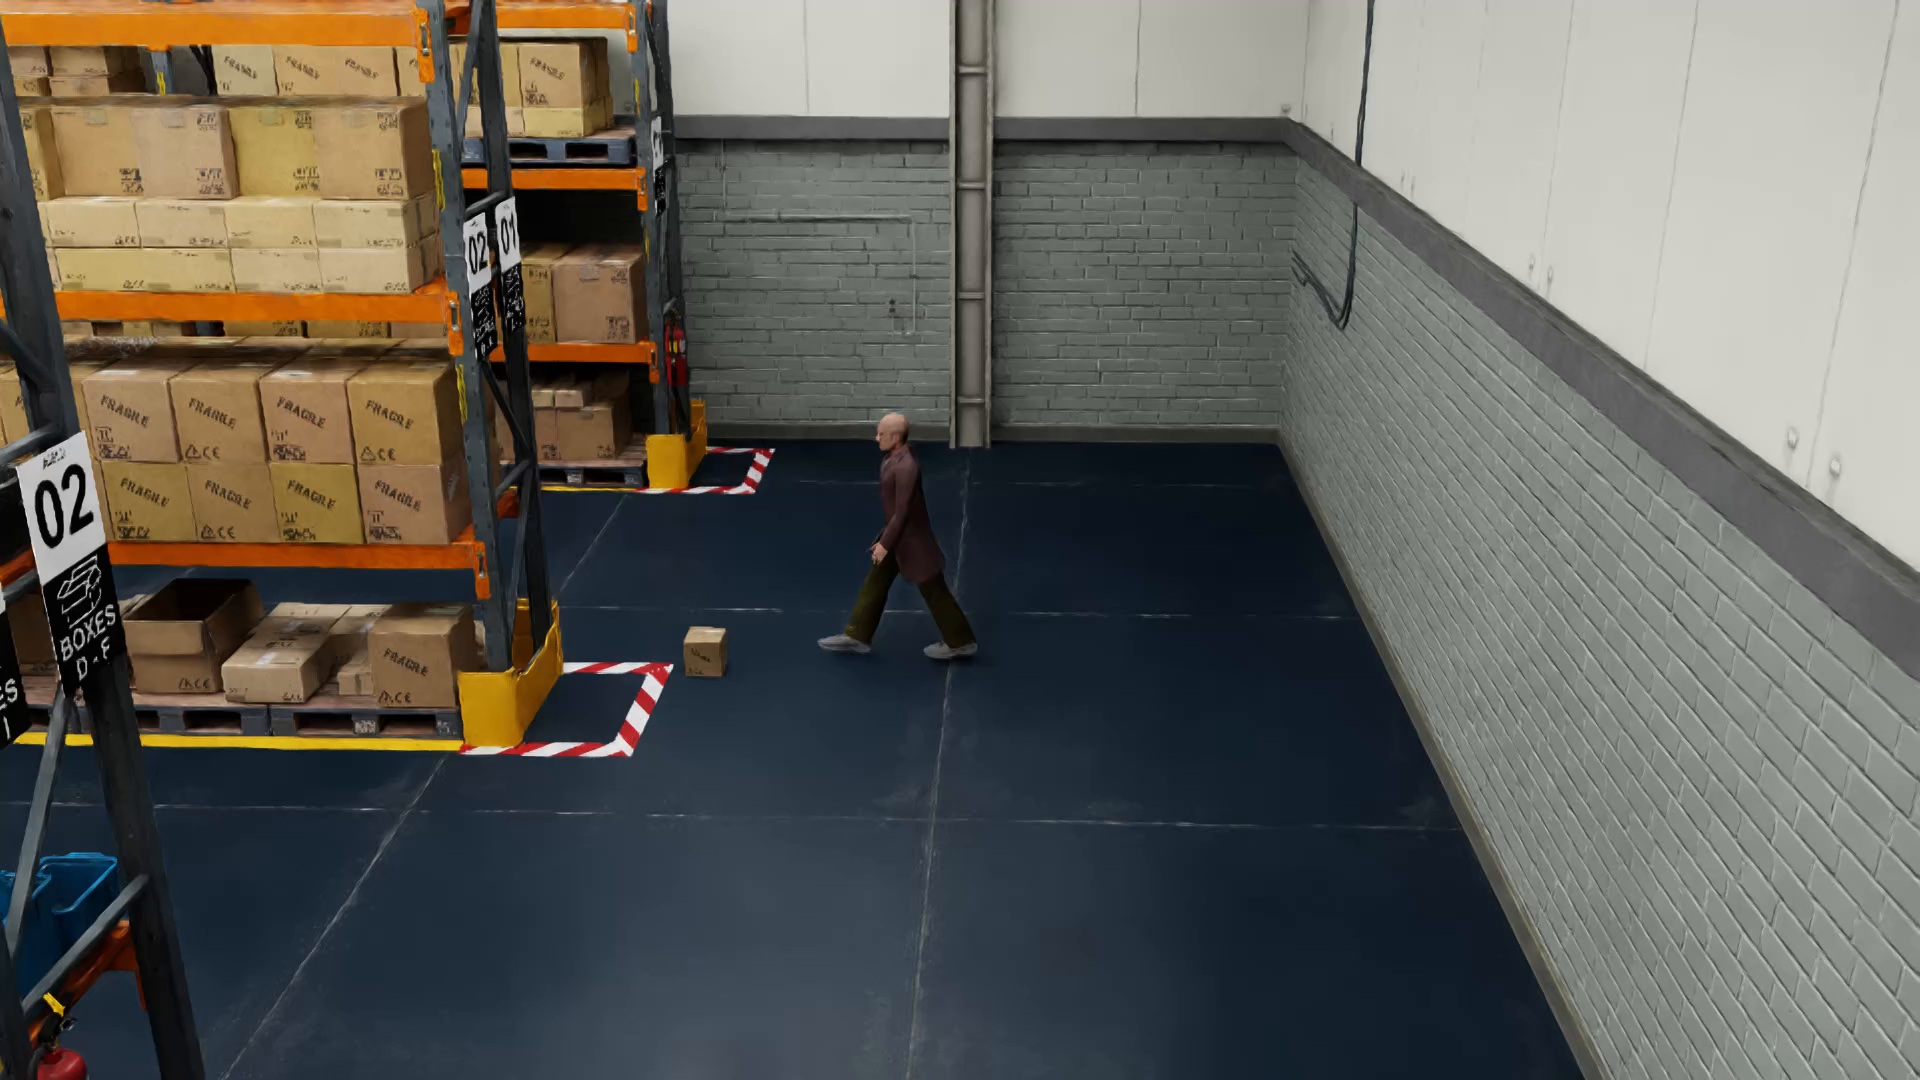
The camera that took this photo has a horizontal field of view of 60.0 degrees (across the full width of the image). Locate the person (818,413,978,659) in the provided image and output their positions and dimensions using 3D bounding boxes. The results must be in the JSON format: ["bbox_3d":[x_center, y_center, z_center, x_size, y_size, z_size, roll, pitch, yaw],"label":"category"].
[{"bbox_3d":[-0.424,-0.024,11.140,1.072,1.721,0.589,-4,21,-12],"label":"person"}]
